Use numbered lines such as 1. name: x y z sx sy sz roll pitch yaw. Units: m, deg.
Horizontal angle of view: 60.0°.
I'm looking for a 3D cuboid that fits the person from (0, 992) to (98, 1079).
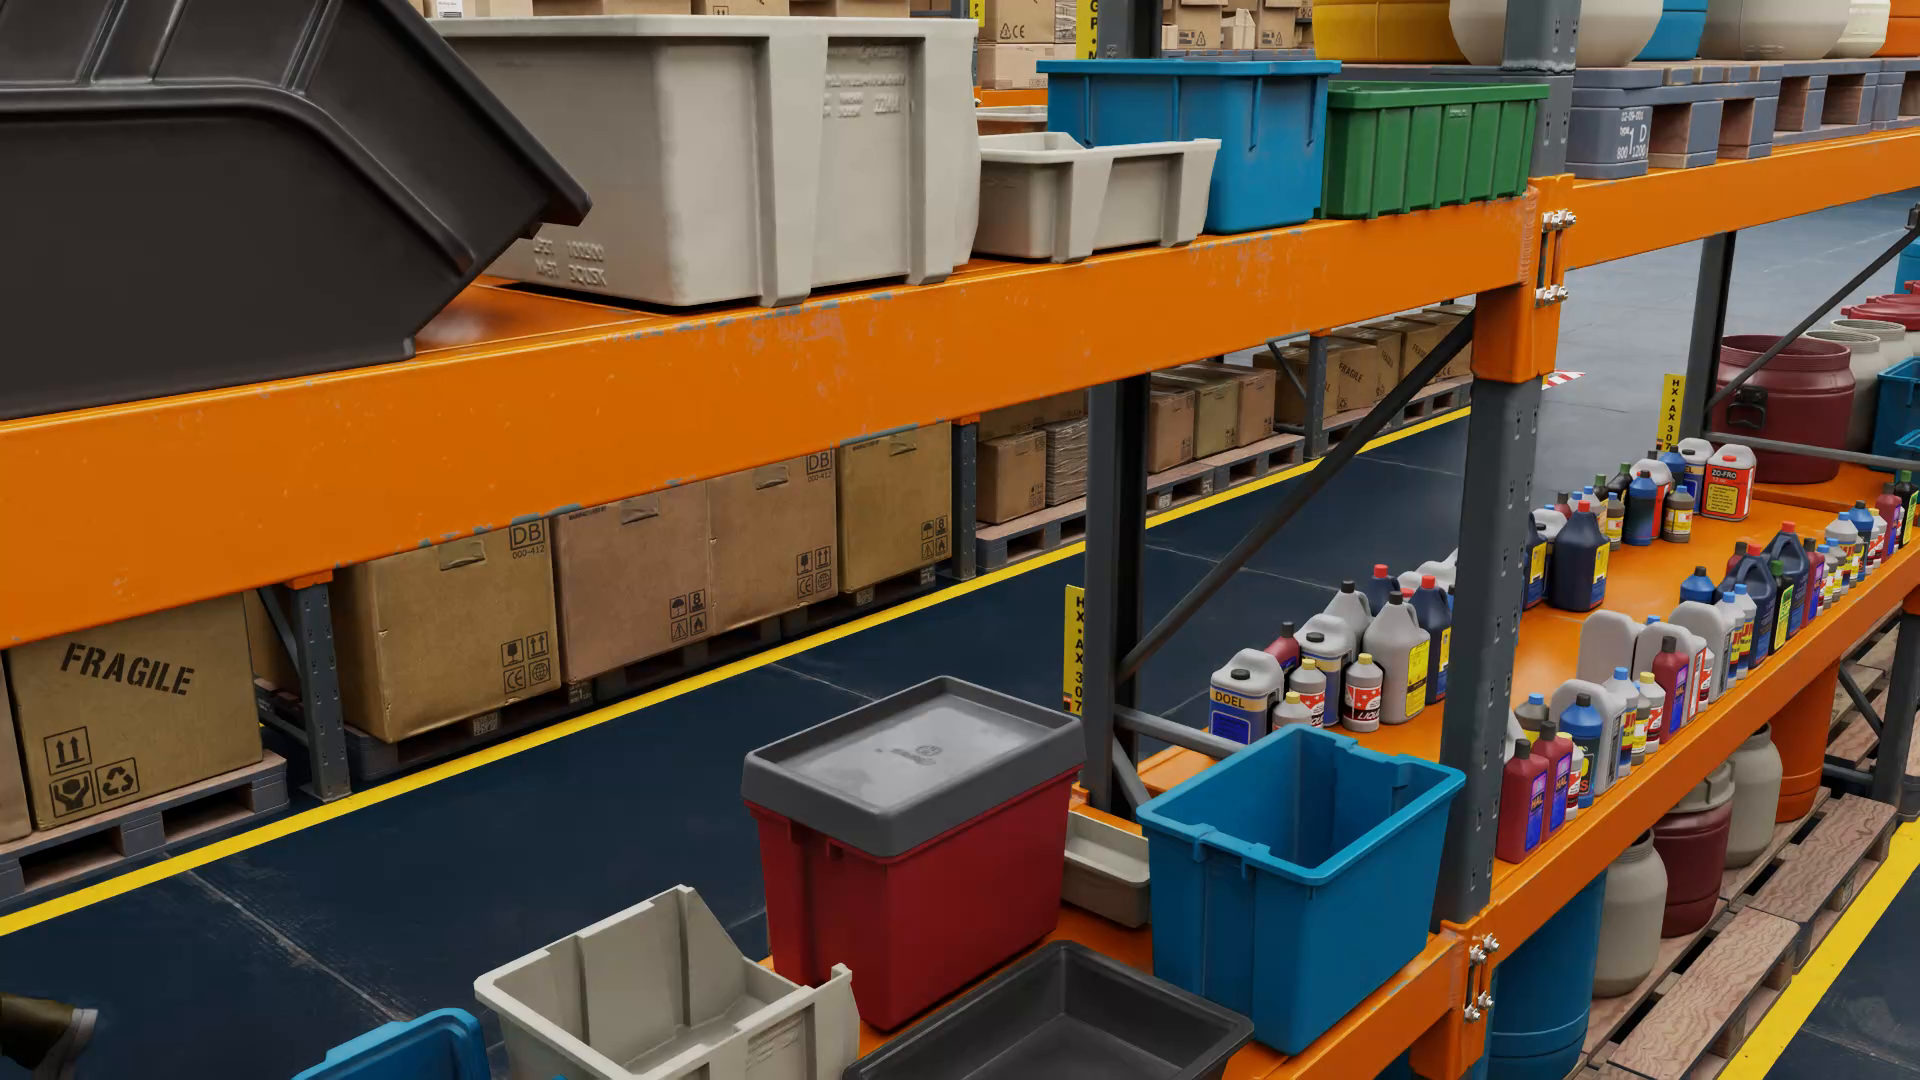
1. person: -2.744 0.925 4.406 0.695 1.759 0.585 -9 19 -28
